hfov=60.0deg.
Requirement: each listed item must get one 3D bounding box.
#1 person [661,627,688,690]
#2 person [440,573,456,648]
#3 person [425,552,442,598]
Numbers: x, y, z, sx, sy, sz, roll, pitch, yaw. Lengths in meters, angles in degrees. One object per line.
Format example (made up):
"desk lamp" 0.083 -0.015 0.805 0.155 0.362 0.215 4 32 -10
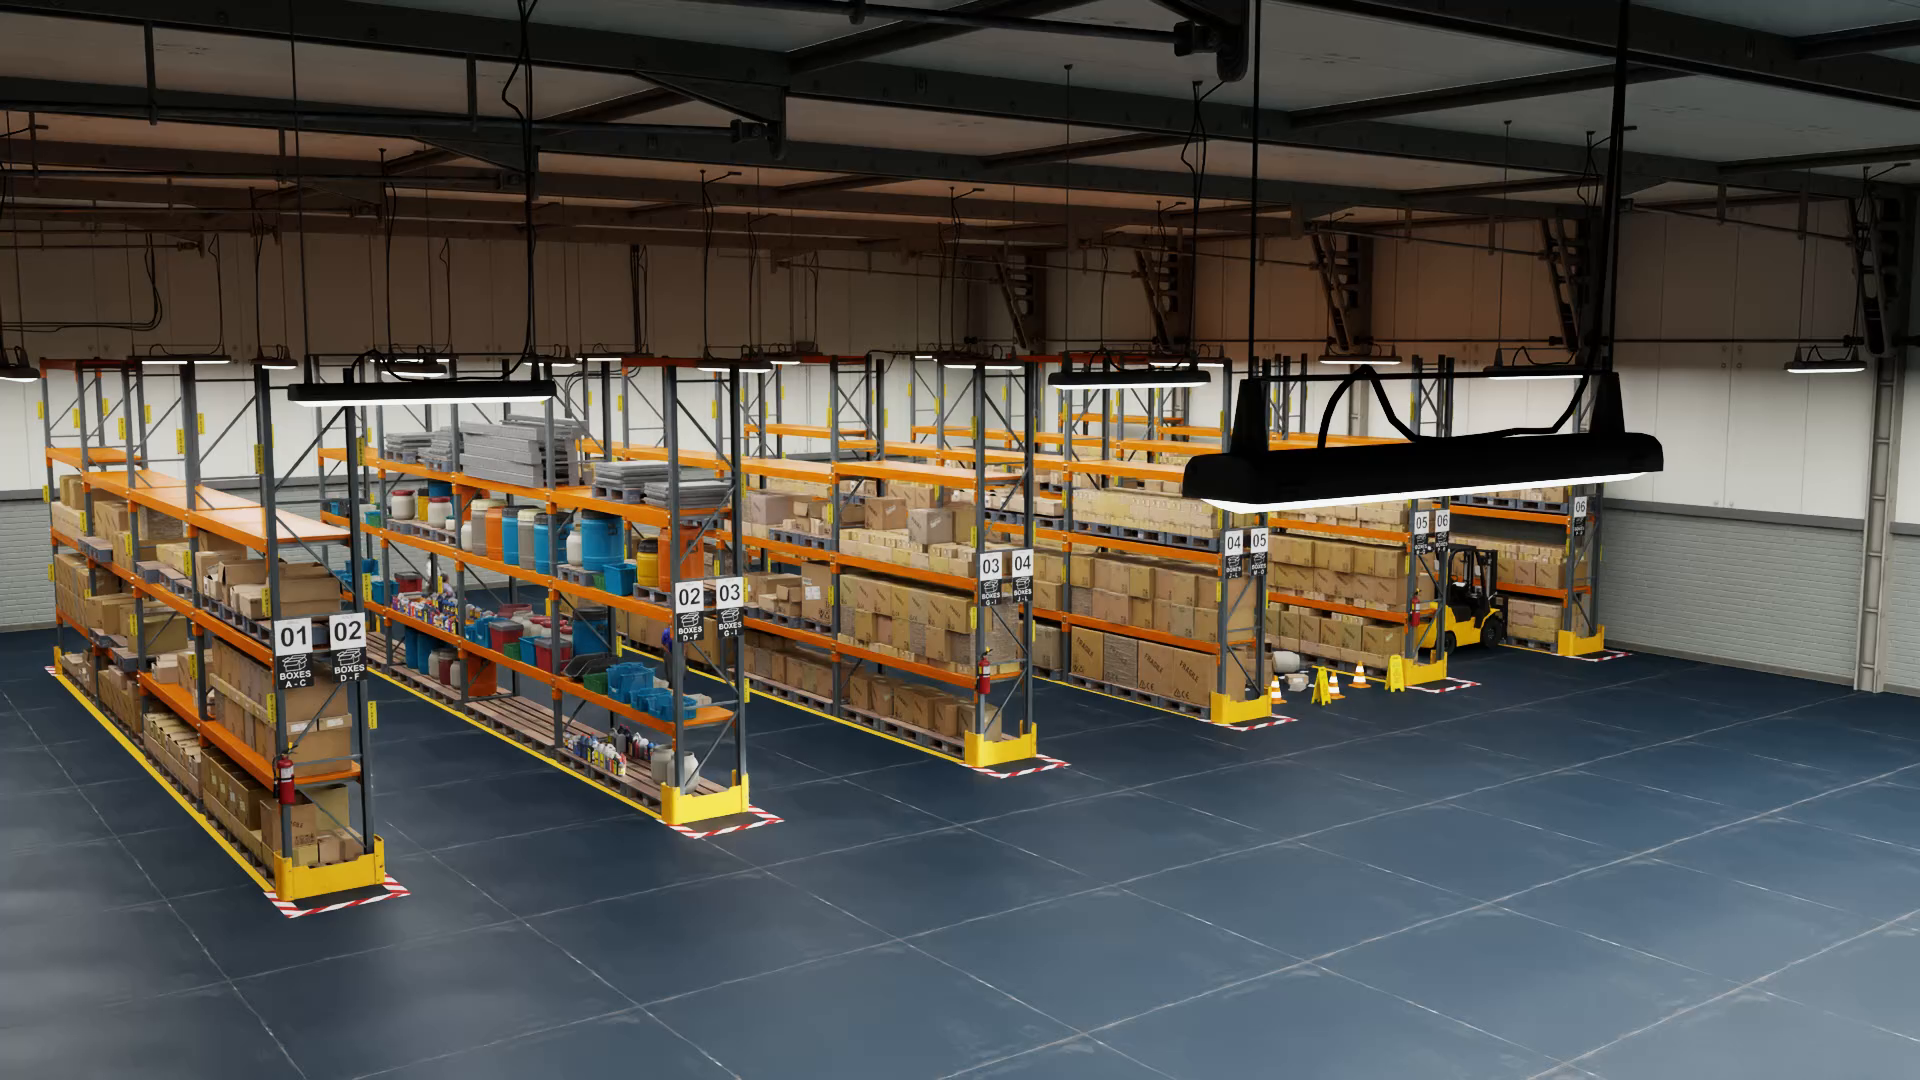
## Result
"person" -5.007 2.058 29.231 0.571 1.558 0.743 -3 7 -23
"person" -10.403 1.490 33.641 0.540 1.664 0.393 3 7 22
"person" -11.821 1.043 37.159 0.790 1.662 0.436 -3 7 -23
